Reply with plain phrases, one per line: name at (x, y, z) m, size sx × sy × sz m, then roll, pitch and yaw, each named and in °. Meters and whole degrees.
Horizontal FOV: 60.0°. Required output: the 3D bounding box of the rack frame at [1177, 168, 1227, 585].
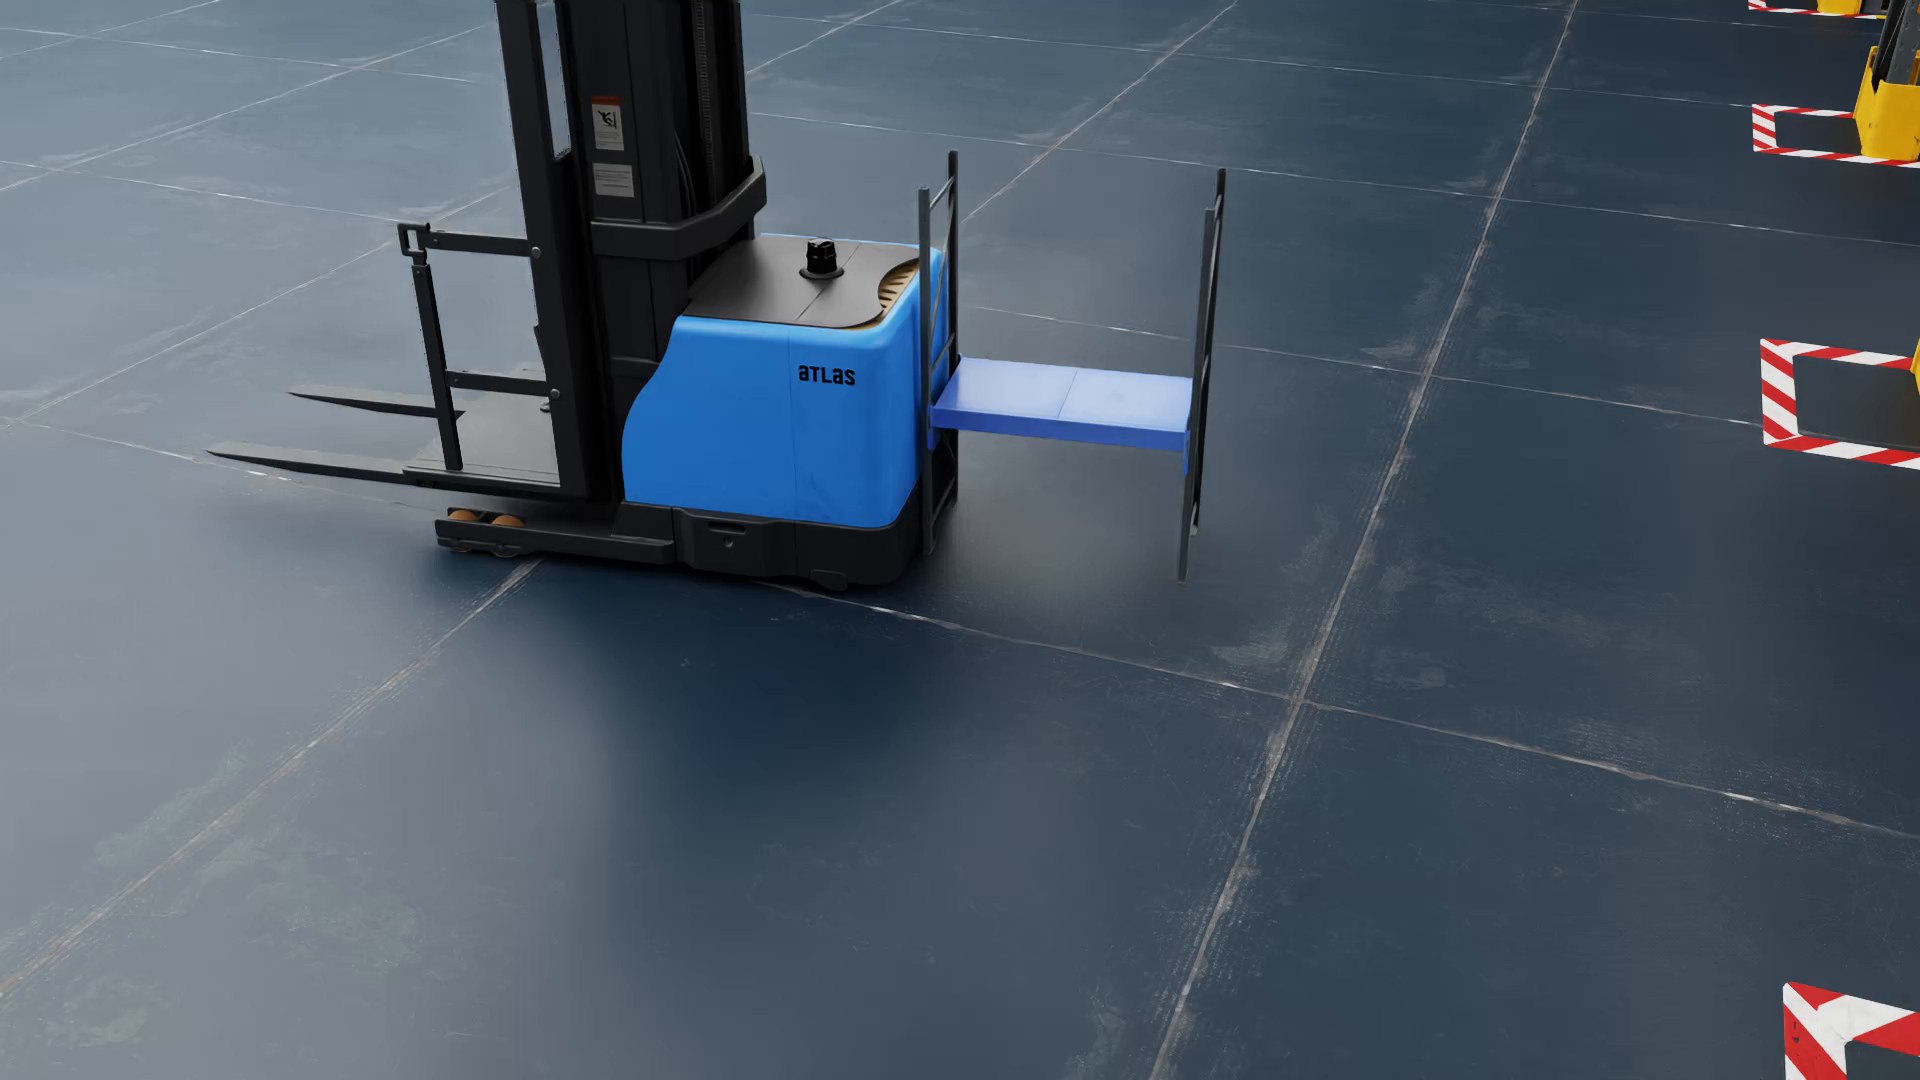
rack frame at (0.914, -0.599, 6.286) m, size 0.032 × 1.500 × 0.500 m, roll 6°, pitch 30°, yaw 11°

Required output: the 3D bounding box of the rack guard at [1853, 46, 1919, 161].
rack guard at (6.563, -3.079, 11.690) m, size 0.348 × 0.500 × 1.175 m, roll 11°, pitch 31°, yaw 19°

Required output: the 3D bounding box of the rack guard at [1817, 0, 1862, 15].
rack guard at (8.319, -5.334, 15.679) m, size 0.348 × 0.500 × 1.175 m, roll 11°, pitch 31°, yaw 19°

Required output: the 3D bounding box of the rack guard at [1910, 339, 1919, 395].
rack guard at (4.683, -0.799, 7.656) m, size 0.348 × 0.500 × 1.175 m, roll 11°, pitch 31°, yaw 19°

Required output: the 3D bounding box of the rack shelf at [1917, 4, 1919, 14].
rack shelf at (8.328, -3.477, 10.584) m, size 4.000 × 0.370 × 1.077 m, roll 11°, pitch 31°, yaw 19°

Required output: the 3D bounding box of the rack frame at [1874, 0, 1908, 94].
rack frame at (6.474, -4.159, 11.059) m, size 0.053 × 2.616 × 0.949 m, roll 11°, pitch 31°, yaw 19°

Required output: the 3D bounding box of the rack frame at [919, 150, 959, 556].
rack frame at (-0.077, -0.711, 6.485) m, size 0.032 × 1.500 × 0.500 m, roll 6°, pitch 30°, yaw 11°

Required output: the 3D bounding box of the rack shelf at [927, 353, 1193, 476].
rack shelf at (0.418, -0.499, 6.474) m, size 1.000 × 0.185 × 0.538 m, roll 6°, pitch 30°, yaw 11°

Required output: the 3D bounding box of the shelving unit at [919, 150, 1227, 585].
shelving unit at (0.418, -0.655, 6.385) m, size 1.048 × 1.500 × 0.538 m, roll 6°, pitch 30°, yaw 11°
